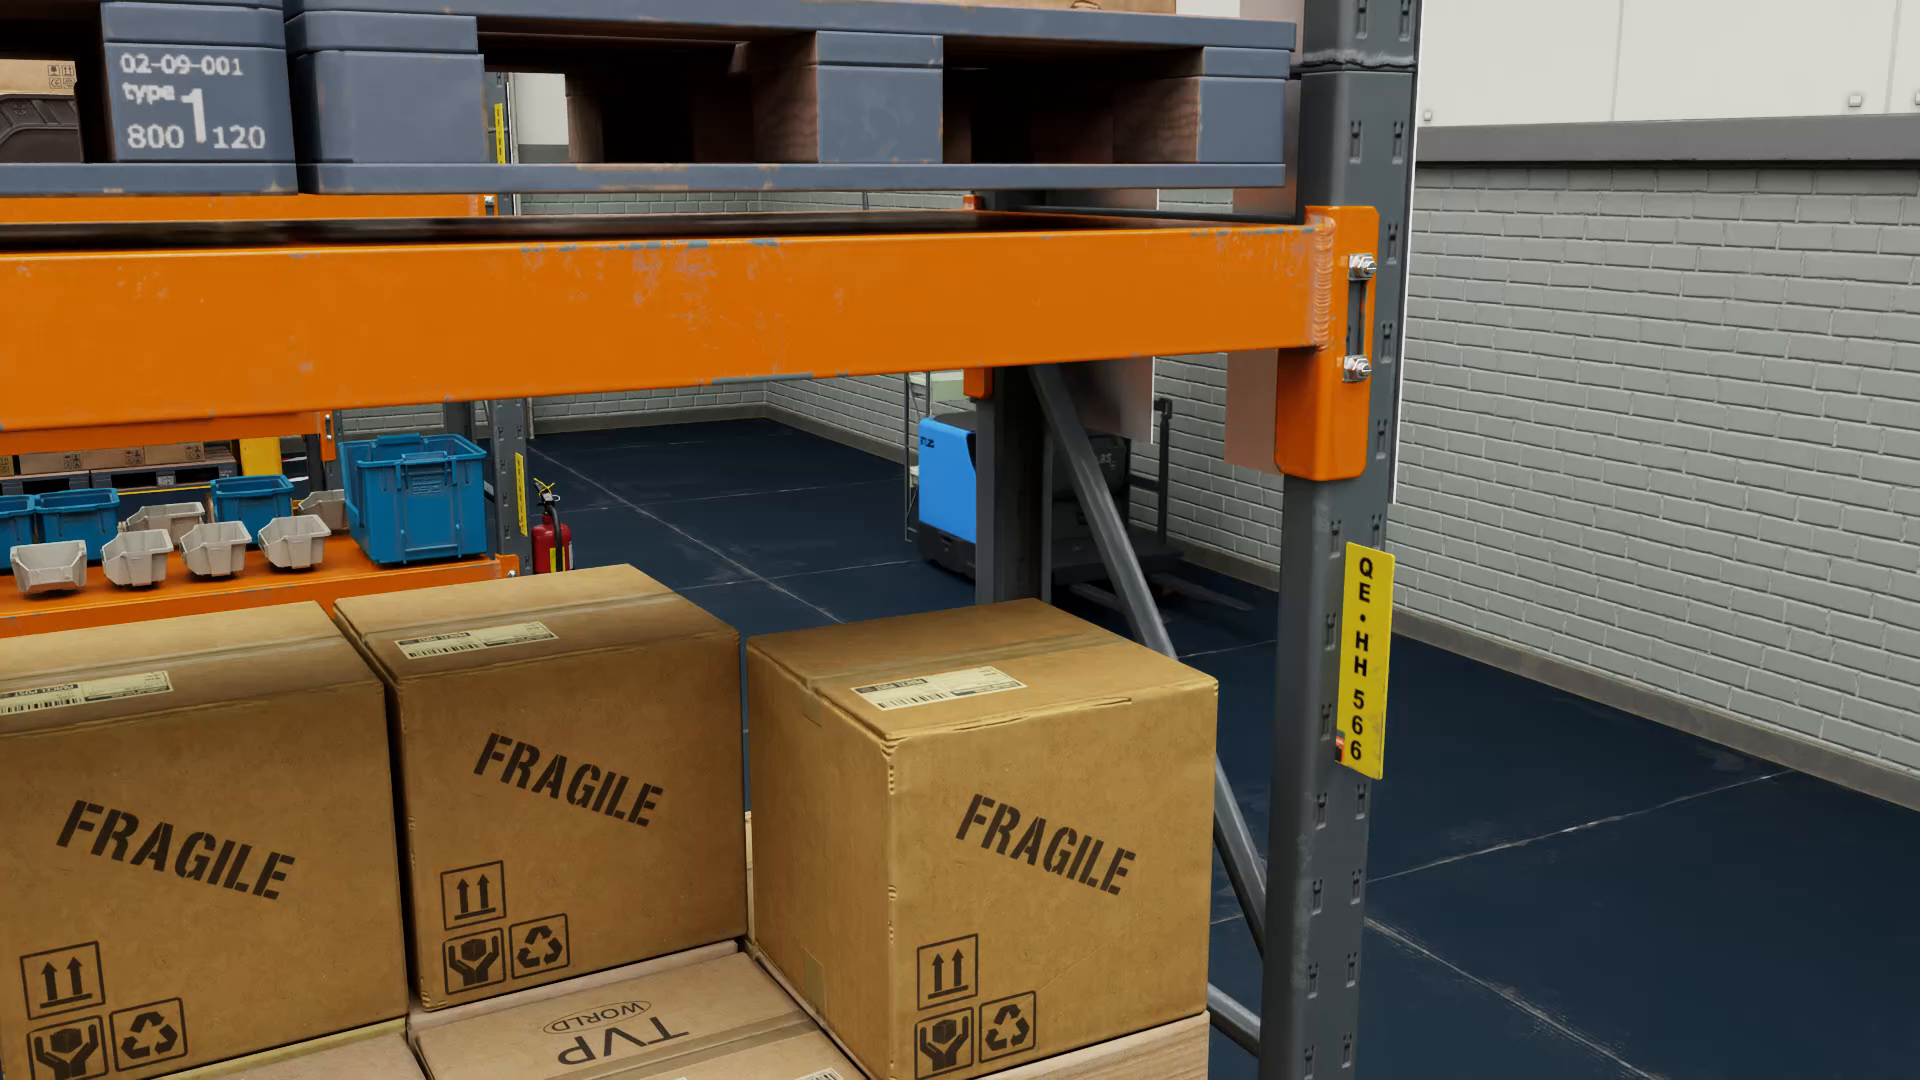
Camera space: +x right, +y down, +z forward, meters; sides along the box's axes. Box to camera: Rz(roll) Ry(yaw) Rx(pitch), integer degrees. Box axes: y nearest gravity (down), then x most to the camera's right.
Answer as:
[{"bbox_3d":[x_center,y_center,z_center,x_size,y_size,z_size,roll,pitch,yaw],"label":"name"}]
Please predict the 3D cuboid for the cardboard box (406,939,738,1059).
[{"bbox_3d":[-0.684,0.727,2.711,0.500,0.250,0.500,-7,14,-29],"label":"cardboard box"}]

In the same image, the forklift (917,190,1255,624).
[{"bbox_3d":[0.812,-1.047,11.087,1.130,2.935,3.031,-7,14,-27],"label":"forklift"}]

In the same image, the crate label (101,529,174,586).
[{"bbox_3d":[-3.177,0.072,6.422,0.243,0.136,0.396,-7,14,-28],"label":"crate label"}]

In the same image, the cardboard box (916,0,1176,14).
[{"bbox_3d":[-0.111,-0.956,2.282,0.500,0.500,0.700,-8,15,-31],"label":"cardboard box"}]

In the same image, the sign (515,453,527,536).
[{"bbox_3d":[-1.776,-0.185,6.729,0.005,0.325,0.100,-7,14,-28],"label":"sign"}]

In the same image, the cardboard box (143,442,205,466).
[{"bbox_3d":[-7.367,-1.012,15.509,0.500,0.500,0.700,-7,14,-28],"label":"cardboard box"}]

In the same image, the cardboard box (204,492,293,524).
[{"bbox_3d":[-4.783,-0.055,11.214,0.500,0.500,0.500,-7,14,-28],"label":"cardboard box"}]

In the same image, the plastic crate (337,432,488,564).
[{"bbox_3d":[-2.258,-0.185,6.883,0.499,0.435,0.616,-7,14,-28],"label":"plastic crate"}]

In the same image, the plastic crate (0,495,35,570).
[{"bbox_3d":[-3.847,-0.025,6.632,0.300,0.233,0.416,-7,14,-28],"label":"plastic crate"}]

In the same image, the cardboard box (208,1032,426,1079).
[{"bbox_3d":[-0.871,0.882,2.024,0.500,0.250,0.500,-7,15,-30],"label":"cardboard box"}]

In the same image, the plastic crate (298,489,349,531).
[{"bbox_3d":[-2.749,-0.130,7.320,0.298,0.136,0.250,-7,14,-28],"label":"plastic crate"}]

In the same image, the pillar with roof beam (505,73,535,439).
[{"bbox_3d":[-2.782,-4.667,13.351,0.400,9.000,9.100,-7,14,-28],"label":"pillar with roof beam"}]

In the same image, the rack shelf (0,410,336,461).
[{"bbox_3d":[-6.179,-0.604,10.597,4.000,0.370,1.077,-7,14,-28],"label":"rack shelf"}]

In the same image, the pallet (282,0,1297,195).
[{"bbox_3d":[-0.327,-0.595,2.293,1.213,0.211,1.003,-7,14,-28],"label":"pallet"}]

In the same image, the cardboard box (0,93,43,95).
[{"bbox_3d":[-5.632,-2.591,10.163,0.500,0.250,0.500,-7,14,-28],"label":"cardboard box"}]

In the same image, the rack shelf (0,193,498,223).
[{"bbox_3d":[-3.809,-1.112,6.025,4.000,0.370,1.077,-7,14,-28],"label":"rack shelf"}]

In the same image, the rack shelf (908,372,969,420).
[{"bbox_3d":[-0.006,-1.112,12.856,0.720,0.370,0.431,-7,14,-28],"label":"rack shelf"}]

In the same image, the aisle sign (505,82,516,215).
[{"bbox_3d":[-1.850,-1.429,6.707,0.004,0.787,0.394,-7,14,-28],"label":"aisle sign"}]

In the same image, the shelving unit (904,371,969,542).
[{"bbox_3d":[-0.006,-0.731,12.941,0.755,1.500,0.431,-7,14,-28],"label":"shelving unit"}]

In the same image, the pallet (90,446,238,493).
[{"bbox_3d":[-7.465,-0.659,15.559,1.213,0.211,1.003,-7,14,-28],"label":"pallet"}]

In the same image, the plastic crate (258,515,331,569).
[{"bbox_3d":[-2.683,0.010,6.696,0.243,0.136,0.396,-7,14,-28],"label":"plastic crate"}]

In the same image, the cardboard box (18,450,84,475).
[{"bbox_3d":[-8.247,-0.906,15.039,0.500,0.500,0.700,-7,15,-30],"label":"cardboard box"}]

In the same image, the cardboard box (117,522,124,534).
[{"bbox_3d":[-5.915,0.070,11.228,0.500,0.250,0.500,-7,14,-28],"label":"cardboard box"}]

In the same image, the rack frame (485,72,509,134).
[{"bbox_3d":[-2.054,-3.137,6.551,0.127,3.000,1.000,-7,14,-28],"label":"rack frame"}]

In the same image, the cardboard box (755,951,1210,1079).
[{"bbox_3d":[0.021,0.775,2.499,0.500,0.250,0.500,-7,15,-29],"label":"cardboard box"}]

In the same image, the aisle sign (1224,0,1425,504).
[{"bbox_3d":[0.527,-0.473,2.460,0.004,0.787,0.394,-7,14,-28],"label":"aisle sign"}]

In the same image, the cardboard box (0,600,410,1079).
[{"bbox_3d":[-1.122,0.414,2.396,0.500,0.500,0.500,-7,15,-29],"label":"cardboard box"}]

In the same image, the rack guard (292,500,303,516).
[{"bbox_3d":[-4.490,0.063,11.692,0.348,0.500,1.175,-7,14,-28],"label":"rack guard"}]

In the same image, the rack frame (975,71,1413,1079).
[{"bbox_3d":[0.320,0.745,2.969,0.127,3.000,1.000,-7,14,-28],"label":"rack frame"}]

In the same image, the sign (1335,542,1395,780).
[{"bbox_3d":[0.567,0.170,2.344,0.005,0.325,0.100,-7,14,-28],"label":"sign"}]

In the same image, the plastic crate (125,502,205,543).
[{"bbox_3d":[-3.345,-0.059,7.003,0.298,0.136,0.250,-7,14,-28],"label":"plastic crate"}]
